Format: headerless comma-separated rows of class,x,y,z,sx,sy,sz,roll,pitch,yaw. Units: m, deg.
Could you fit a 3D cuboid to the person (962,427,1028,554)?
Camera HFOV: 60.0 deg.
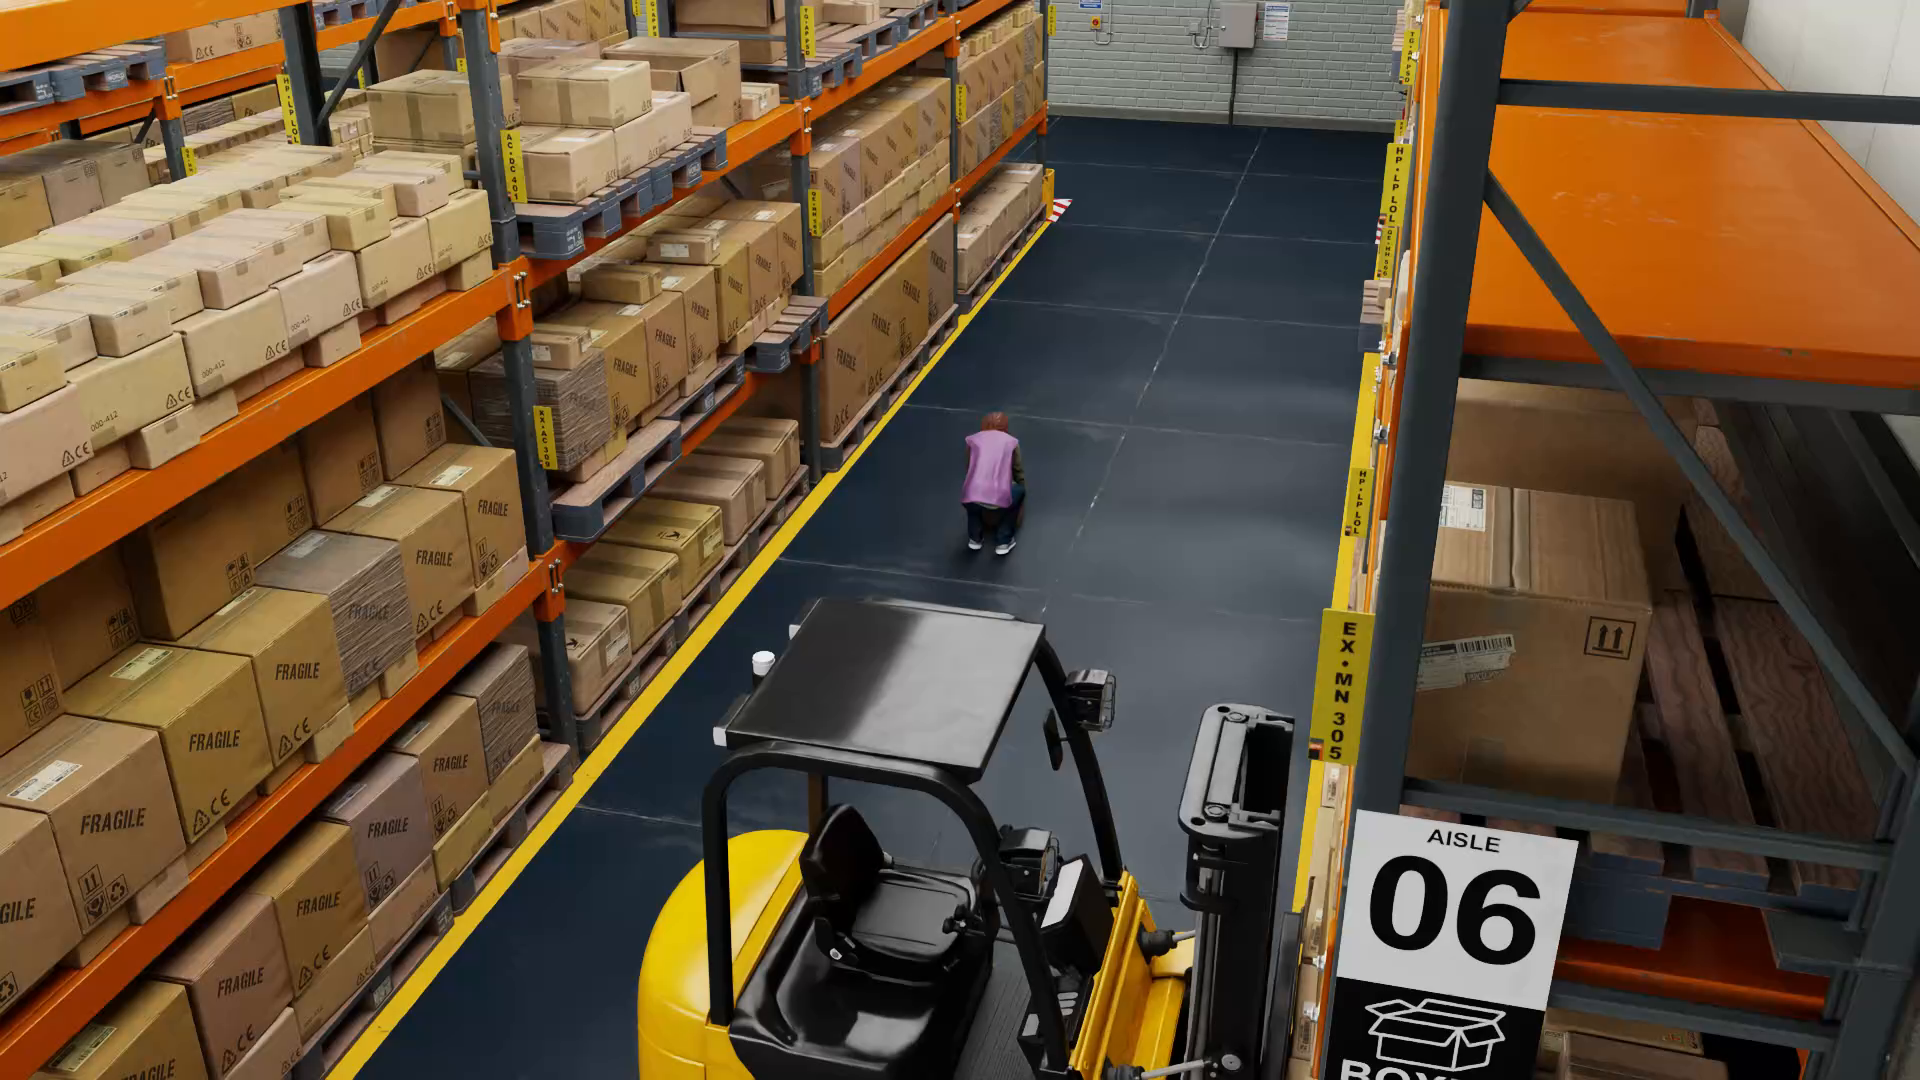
person,0.236,-0.294,11.431,0.429,0.768,0.832,6,26,13
